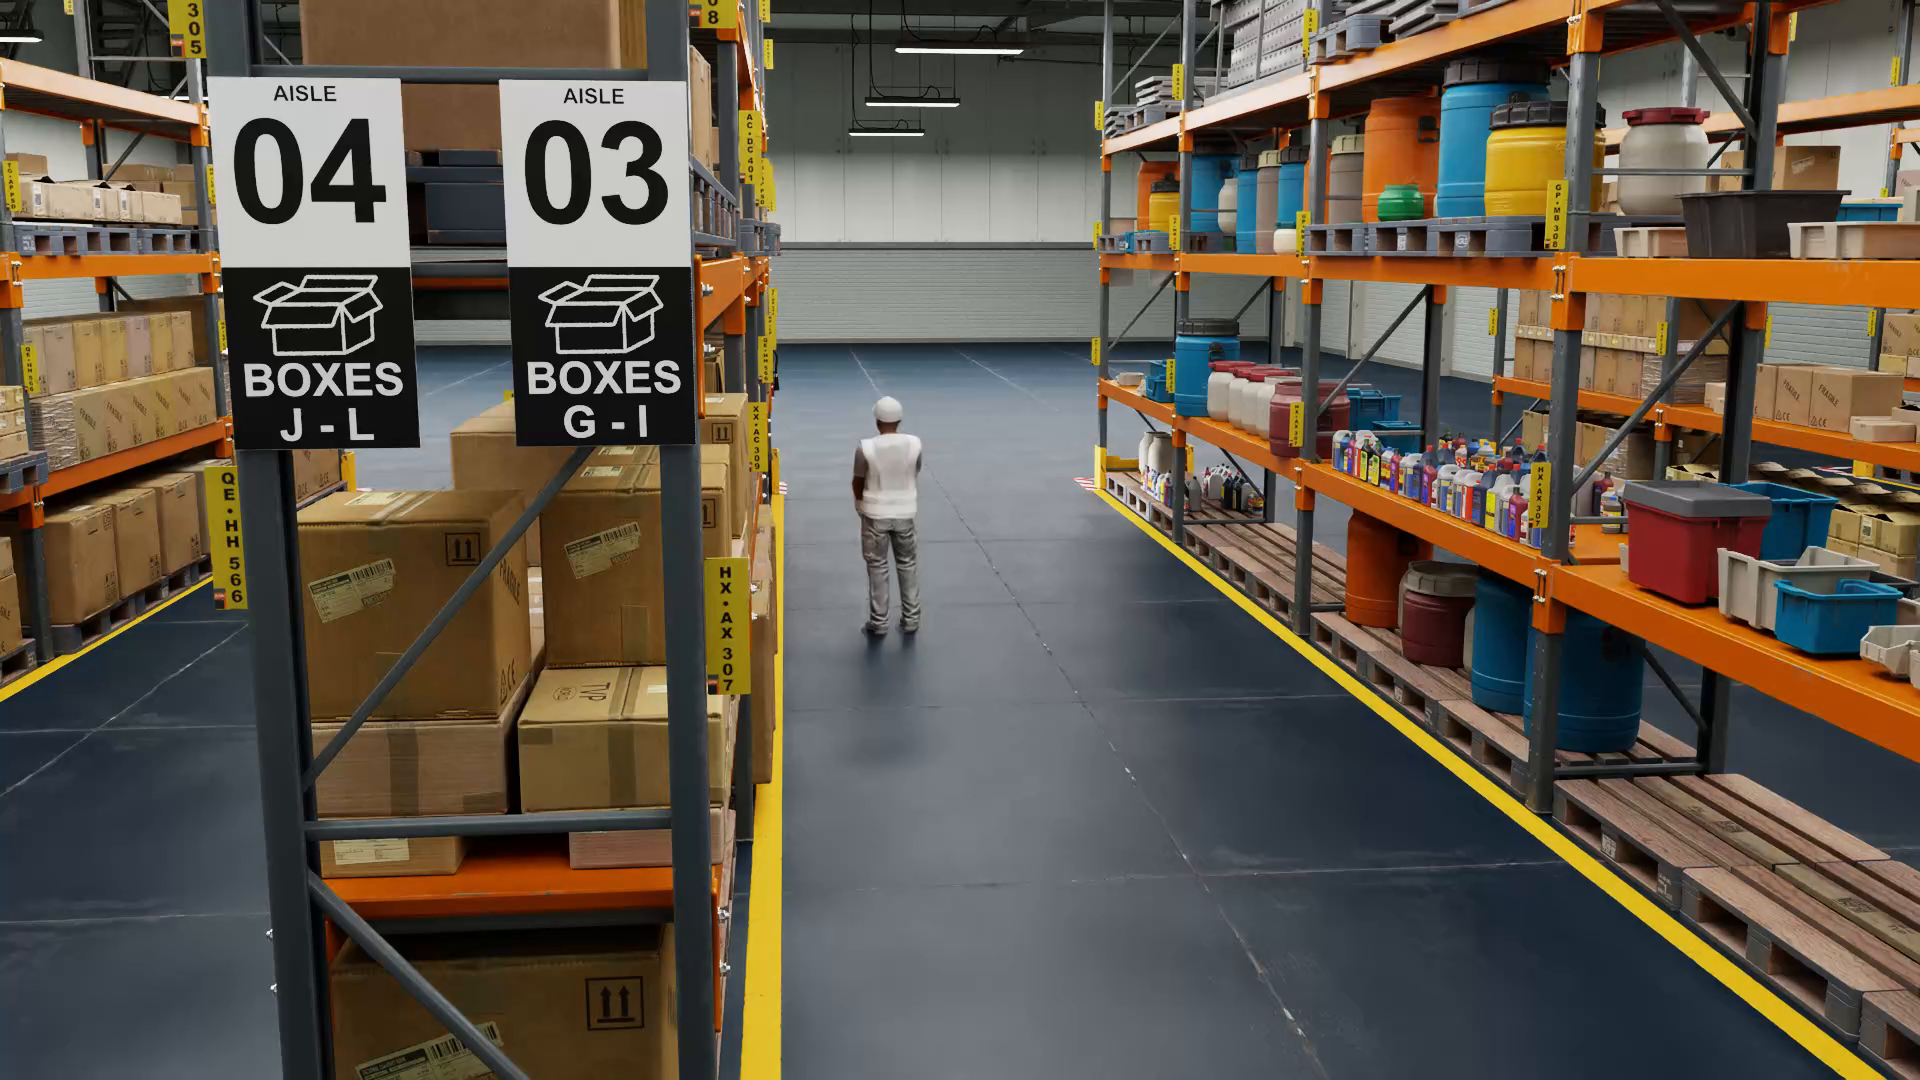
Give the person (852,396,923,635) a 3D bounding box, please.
[{"bbox_3d":[-0.552,-0.197,12.456,0.531,1.788,0.550,-3,10,-18],"label":"person"}]
